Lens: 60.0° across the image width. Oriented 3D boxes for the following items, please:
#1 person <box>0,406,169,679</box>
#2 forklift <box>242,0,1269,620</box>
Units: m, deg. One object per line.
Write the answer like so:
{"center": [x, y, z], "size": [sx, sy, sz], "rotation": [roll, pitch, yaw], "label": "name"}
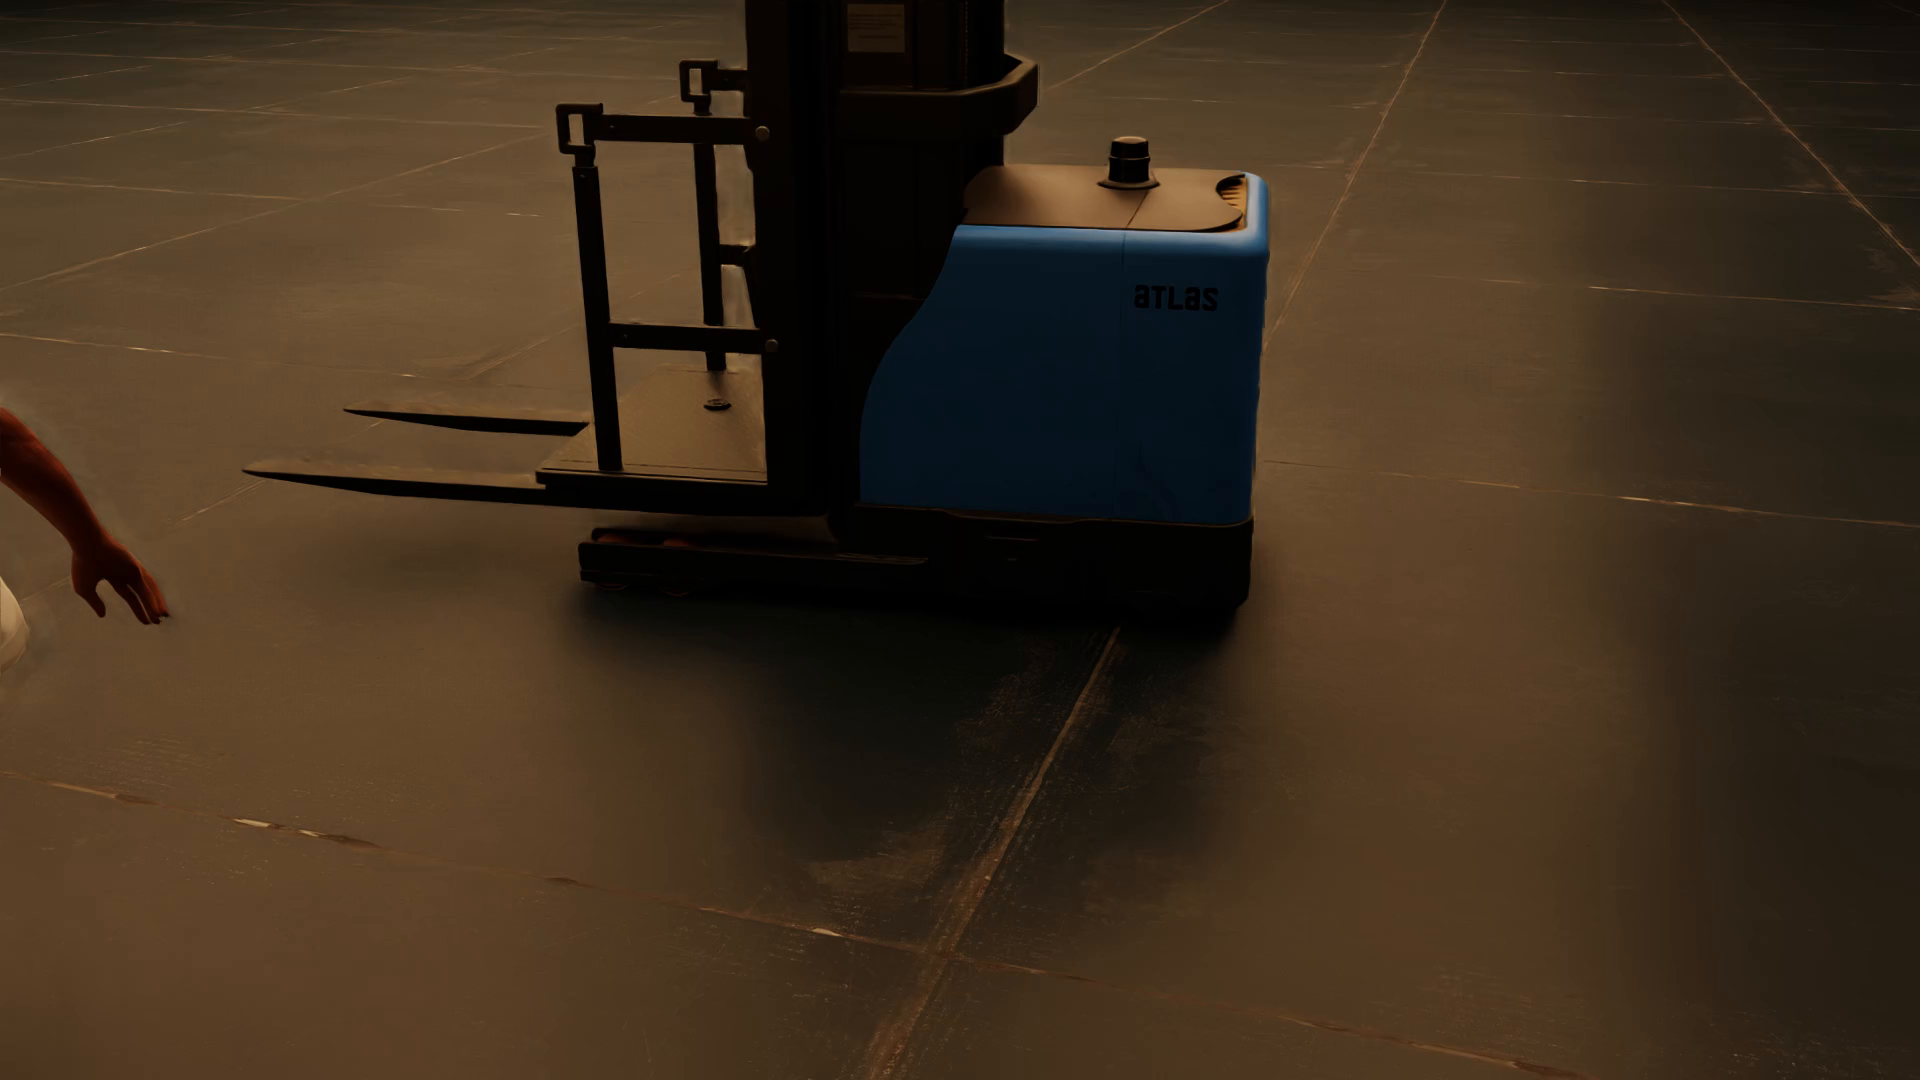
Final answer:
{"center": [-1.875, 0.168, 2.688], "size": [0.814, 1.570, 0.806], "rotation": [11, 25, 25], "label": "person"}
{"center": [-0.635, -1.389, 4.644], "size": [3.031, 2.935, 1.130], "rotation": [4, 23, 9], "label": "forklift"}
